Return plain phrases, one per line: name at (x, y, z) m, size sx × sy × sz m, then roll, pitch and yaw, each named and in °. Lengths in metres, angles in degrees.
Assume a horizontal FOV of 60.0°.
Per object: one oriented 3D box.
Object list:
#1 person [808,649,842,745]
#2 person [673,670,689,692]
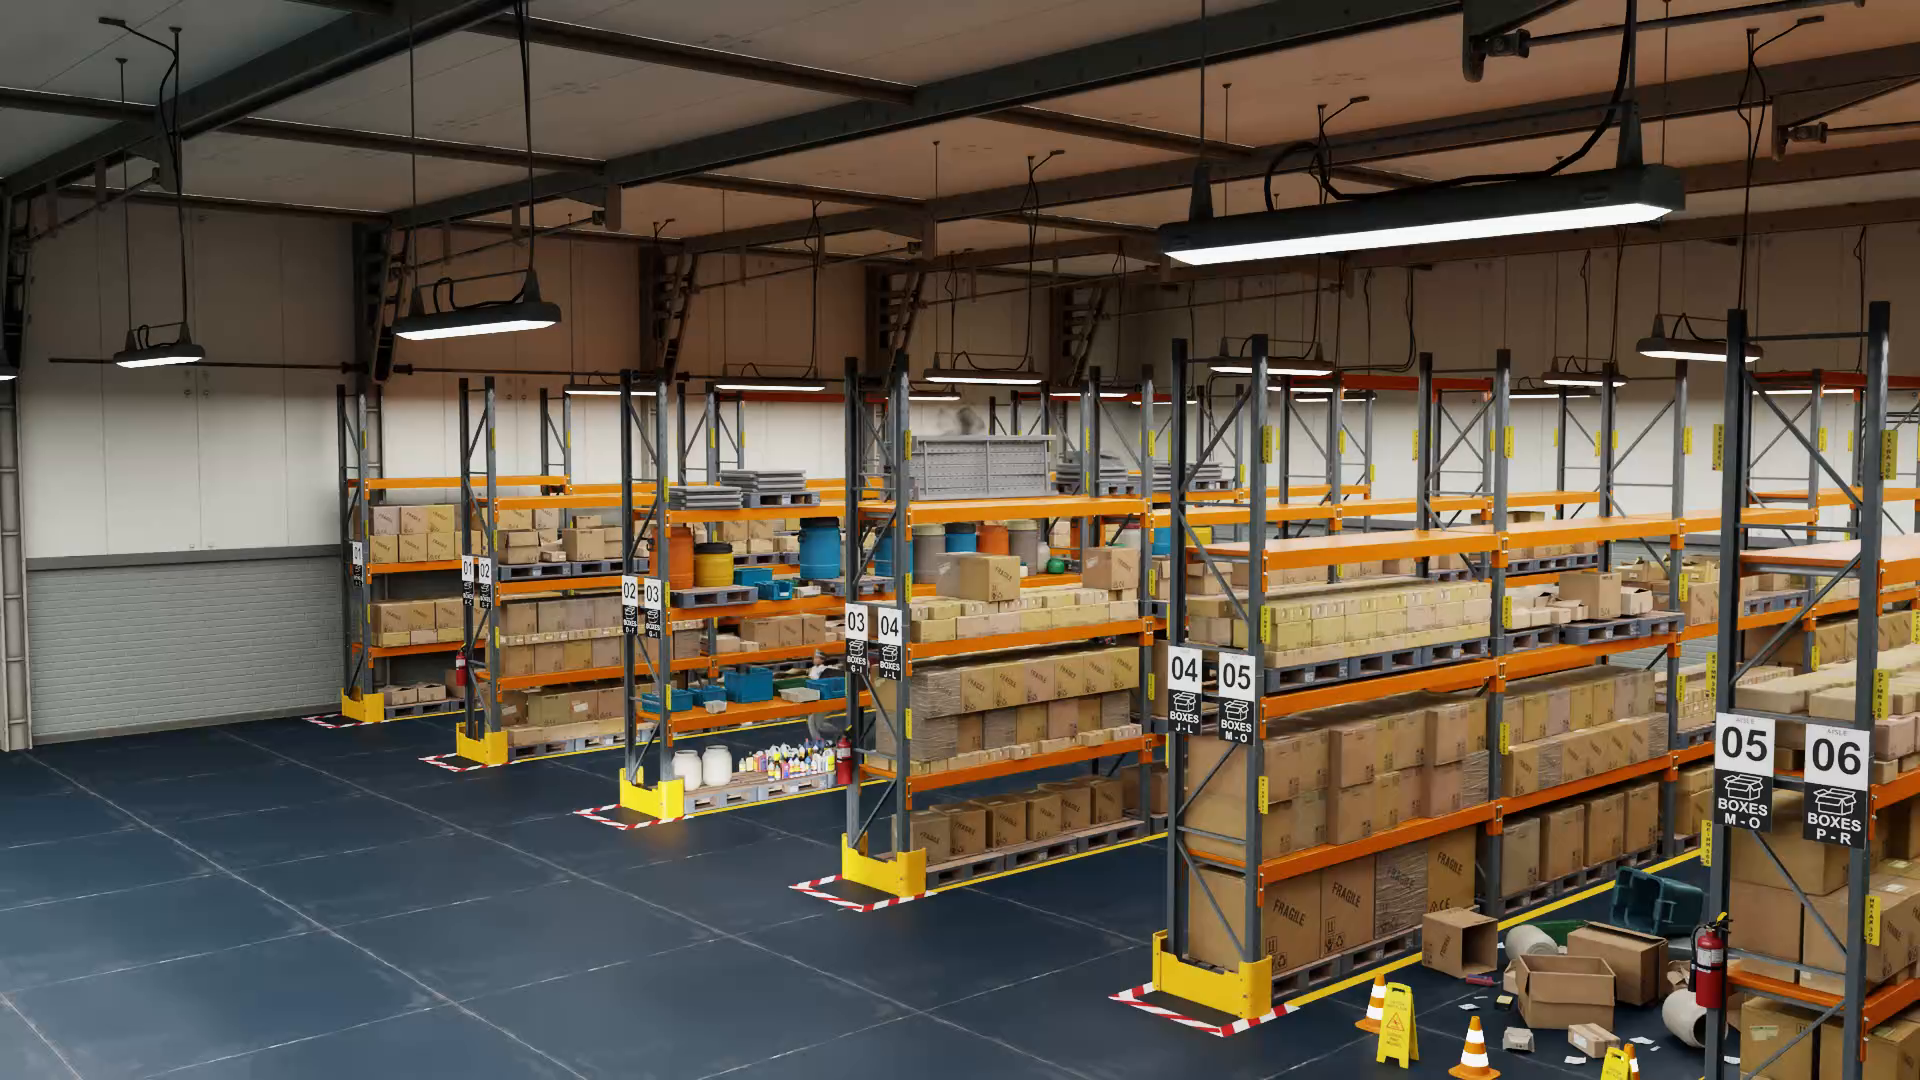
person at (-2.237, 2.578, 26.792) m, size 0.663 × 1.681 × 0.449 m, roll -3°, pitch 5°, yaw -43°
person at (-5.176, 2.334, 30.691) m, size 0.575 × 1.630 × 0.540 m, roll 3°, pitch 5°, yaw 39°
